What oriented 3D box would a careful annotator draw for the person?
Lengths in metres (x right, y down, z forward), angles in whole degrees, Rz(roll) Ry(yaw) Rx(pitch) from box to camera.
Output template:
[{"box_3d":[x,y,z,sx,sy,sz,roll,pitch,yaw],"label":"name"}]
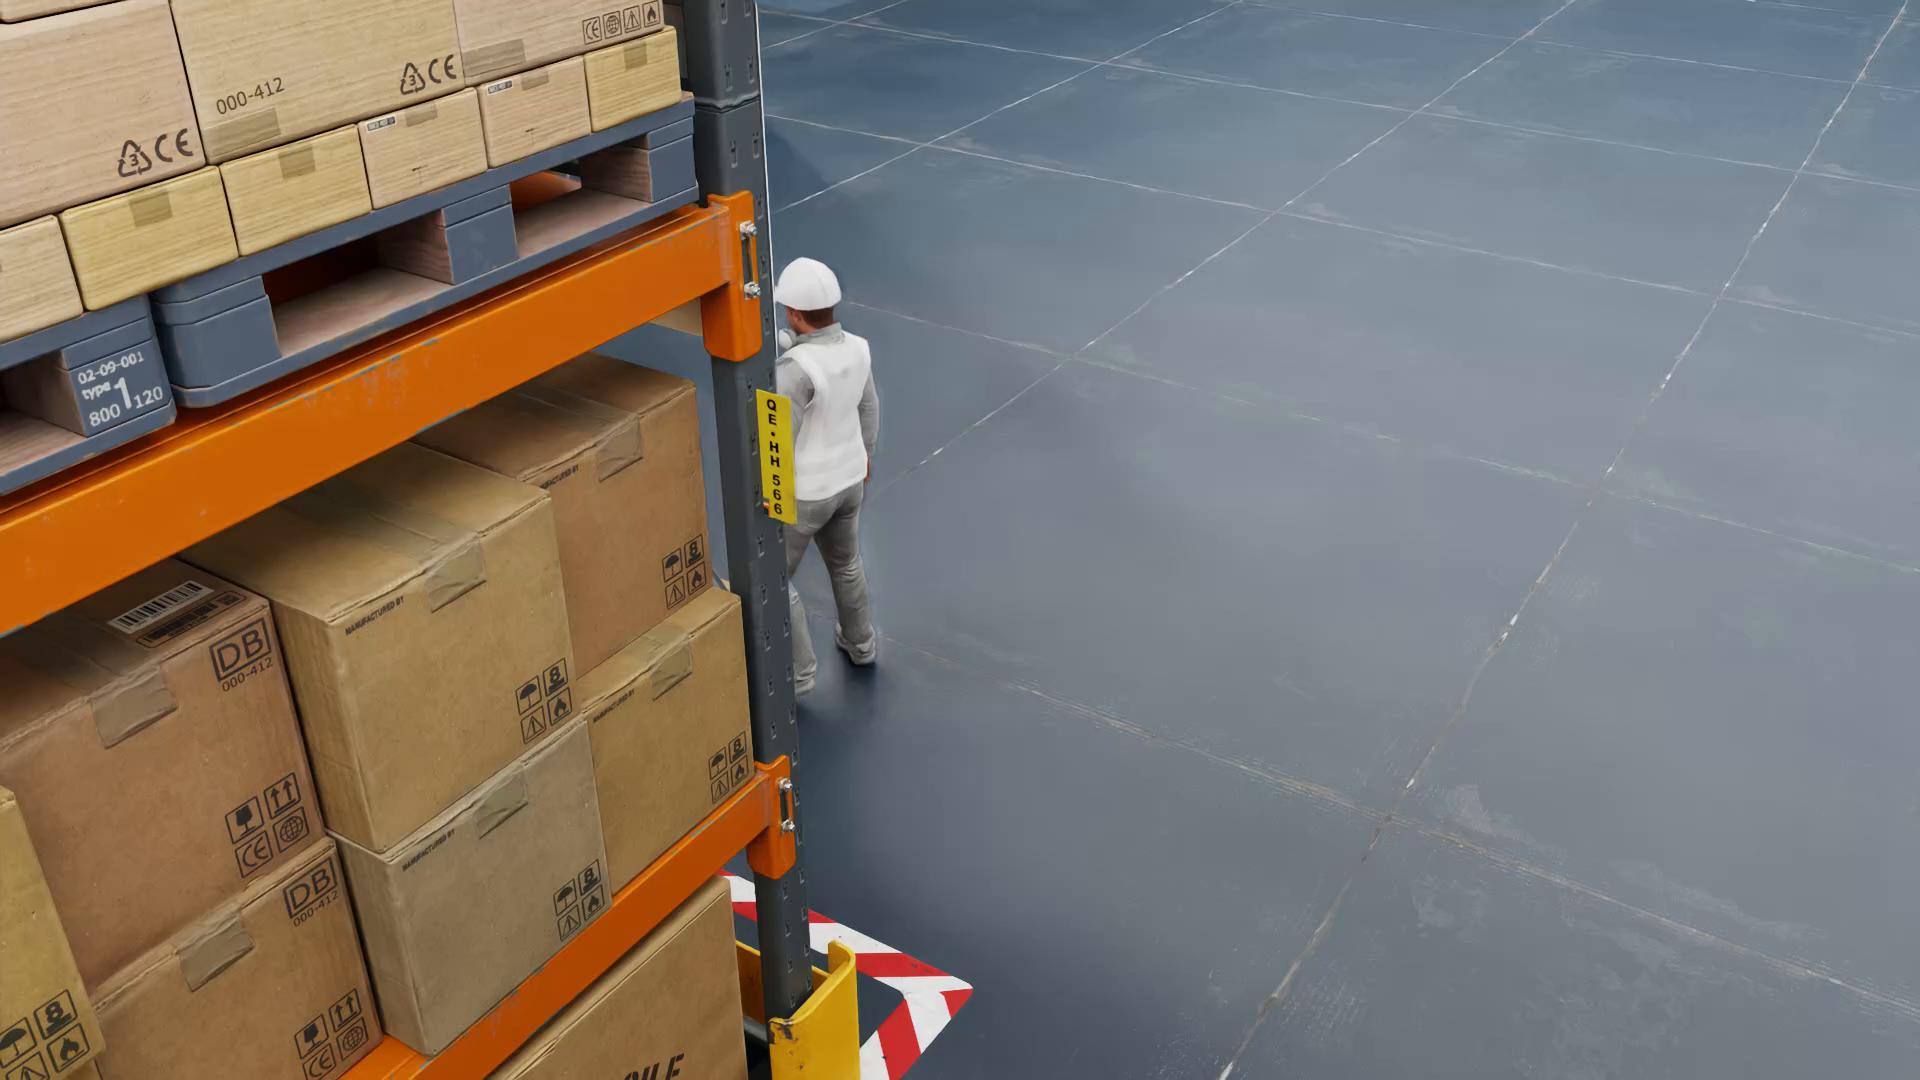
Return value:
[{"box_3d":[-0.564,-0.220,6.461,0.374,1.800,0.686,20,36,30],"label":"person"}]
